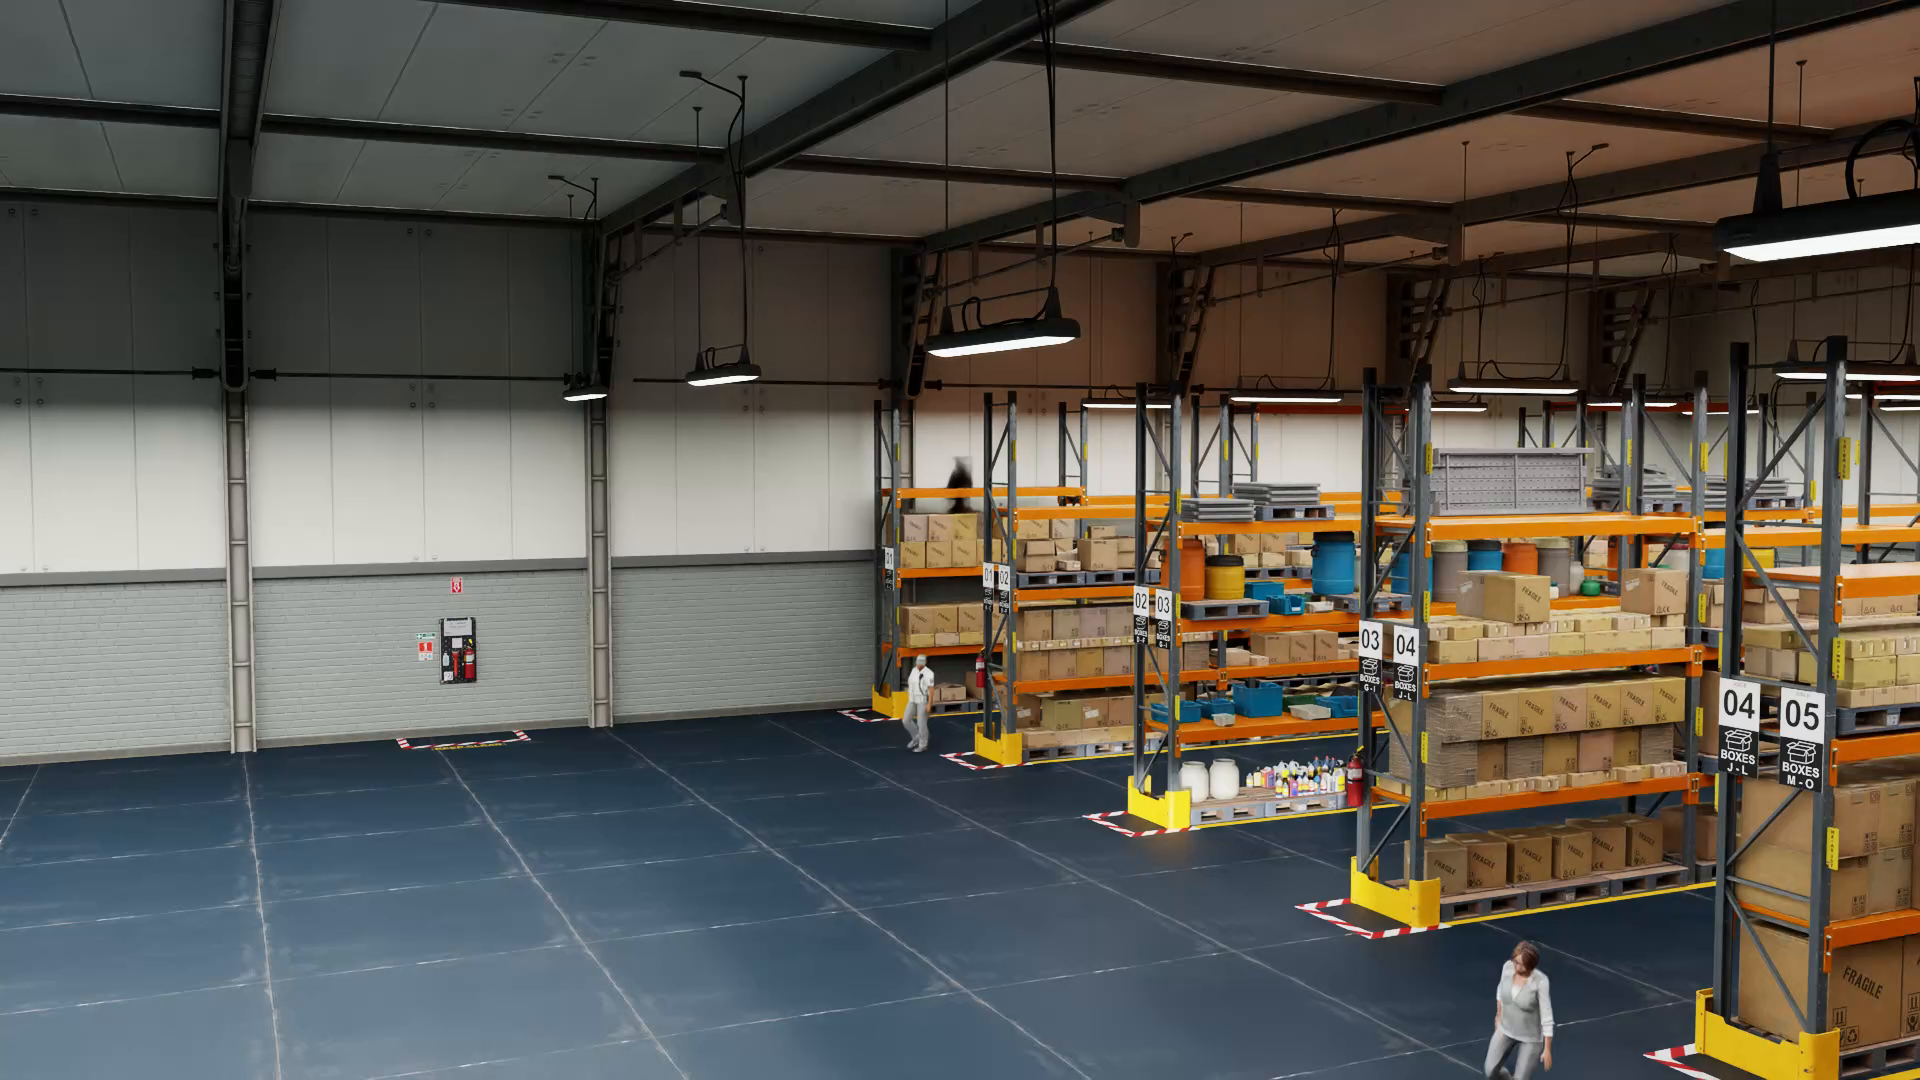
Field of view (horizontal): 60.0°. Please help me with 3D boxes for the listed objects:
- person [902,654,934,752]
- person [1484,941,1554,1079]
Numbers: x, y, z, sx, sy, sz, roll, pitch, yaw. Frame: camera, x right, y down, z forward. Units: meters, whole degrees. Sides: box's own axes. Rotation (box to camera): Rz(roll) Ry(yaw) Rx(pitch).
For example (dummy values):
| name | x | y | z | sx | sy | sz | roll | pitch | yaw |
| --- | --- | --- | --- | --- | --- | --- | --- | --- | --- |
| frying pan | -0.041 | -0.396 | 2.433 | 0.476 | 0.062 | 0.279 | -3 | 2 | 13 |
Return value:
| name | x | y | z | sx | sy | sz | roll | pitch | yaw |
| --- | --- | --- | --- | --- | --- | --- | --- | --- | --- |
| person | -0.684 | 2.710 | 27.754 | 0.621 | 1.649 | 0.451 | 3 | 4 | 38 |
| person | 4.174 | 3.742 | 12.372 | 0.578 | 1.382 | 0.649 | -3 | 5 | -44 |
